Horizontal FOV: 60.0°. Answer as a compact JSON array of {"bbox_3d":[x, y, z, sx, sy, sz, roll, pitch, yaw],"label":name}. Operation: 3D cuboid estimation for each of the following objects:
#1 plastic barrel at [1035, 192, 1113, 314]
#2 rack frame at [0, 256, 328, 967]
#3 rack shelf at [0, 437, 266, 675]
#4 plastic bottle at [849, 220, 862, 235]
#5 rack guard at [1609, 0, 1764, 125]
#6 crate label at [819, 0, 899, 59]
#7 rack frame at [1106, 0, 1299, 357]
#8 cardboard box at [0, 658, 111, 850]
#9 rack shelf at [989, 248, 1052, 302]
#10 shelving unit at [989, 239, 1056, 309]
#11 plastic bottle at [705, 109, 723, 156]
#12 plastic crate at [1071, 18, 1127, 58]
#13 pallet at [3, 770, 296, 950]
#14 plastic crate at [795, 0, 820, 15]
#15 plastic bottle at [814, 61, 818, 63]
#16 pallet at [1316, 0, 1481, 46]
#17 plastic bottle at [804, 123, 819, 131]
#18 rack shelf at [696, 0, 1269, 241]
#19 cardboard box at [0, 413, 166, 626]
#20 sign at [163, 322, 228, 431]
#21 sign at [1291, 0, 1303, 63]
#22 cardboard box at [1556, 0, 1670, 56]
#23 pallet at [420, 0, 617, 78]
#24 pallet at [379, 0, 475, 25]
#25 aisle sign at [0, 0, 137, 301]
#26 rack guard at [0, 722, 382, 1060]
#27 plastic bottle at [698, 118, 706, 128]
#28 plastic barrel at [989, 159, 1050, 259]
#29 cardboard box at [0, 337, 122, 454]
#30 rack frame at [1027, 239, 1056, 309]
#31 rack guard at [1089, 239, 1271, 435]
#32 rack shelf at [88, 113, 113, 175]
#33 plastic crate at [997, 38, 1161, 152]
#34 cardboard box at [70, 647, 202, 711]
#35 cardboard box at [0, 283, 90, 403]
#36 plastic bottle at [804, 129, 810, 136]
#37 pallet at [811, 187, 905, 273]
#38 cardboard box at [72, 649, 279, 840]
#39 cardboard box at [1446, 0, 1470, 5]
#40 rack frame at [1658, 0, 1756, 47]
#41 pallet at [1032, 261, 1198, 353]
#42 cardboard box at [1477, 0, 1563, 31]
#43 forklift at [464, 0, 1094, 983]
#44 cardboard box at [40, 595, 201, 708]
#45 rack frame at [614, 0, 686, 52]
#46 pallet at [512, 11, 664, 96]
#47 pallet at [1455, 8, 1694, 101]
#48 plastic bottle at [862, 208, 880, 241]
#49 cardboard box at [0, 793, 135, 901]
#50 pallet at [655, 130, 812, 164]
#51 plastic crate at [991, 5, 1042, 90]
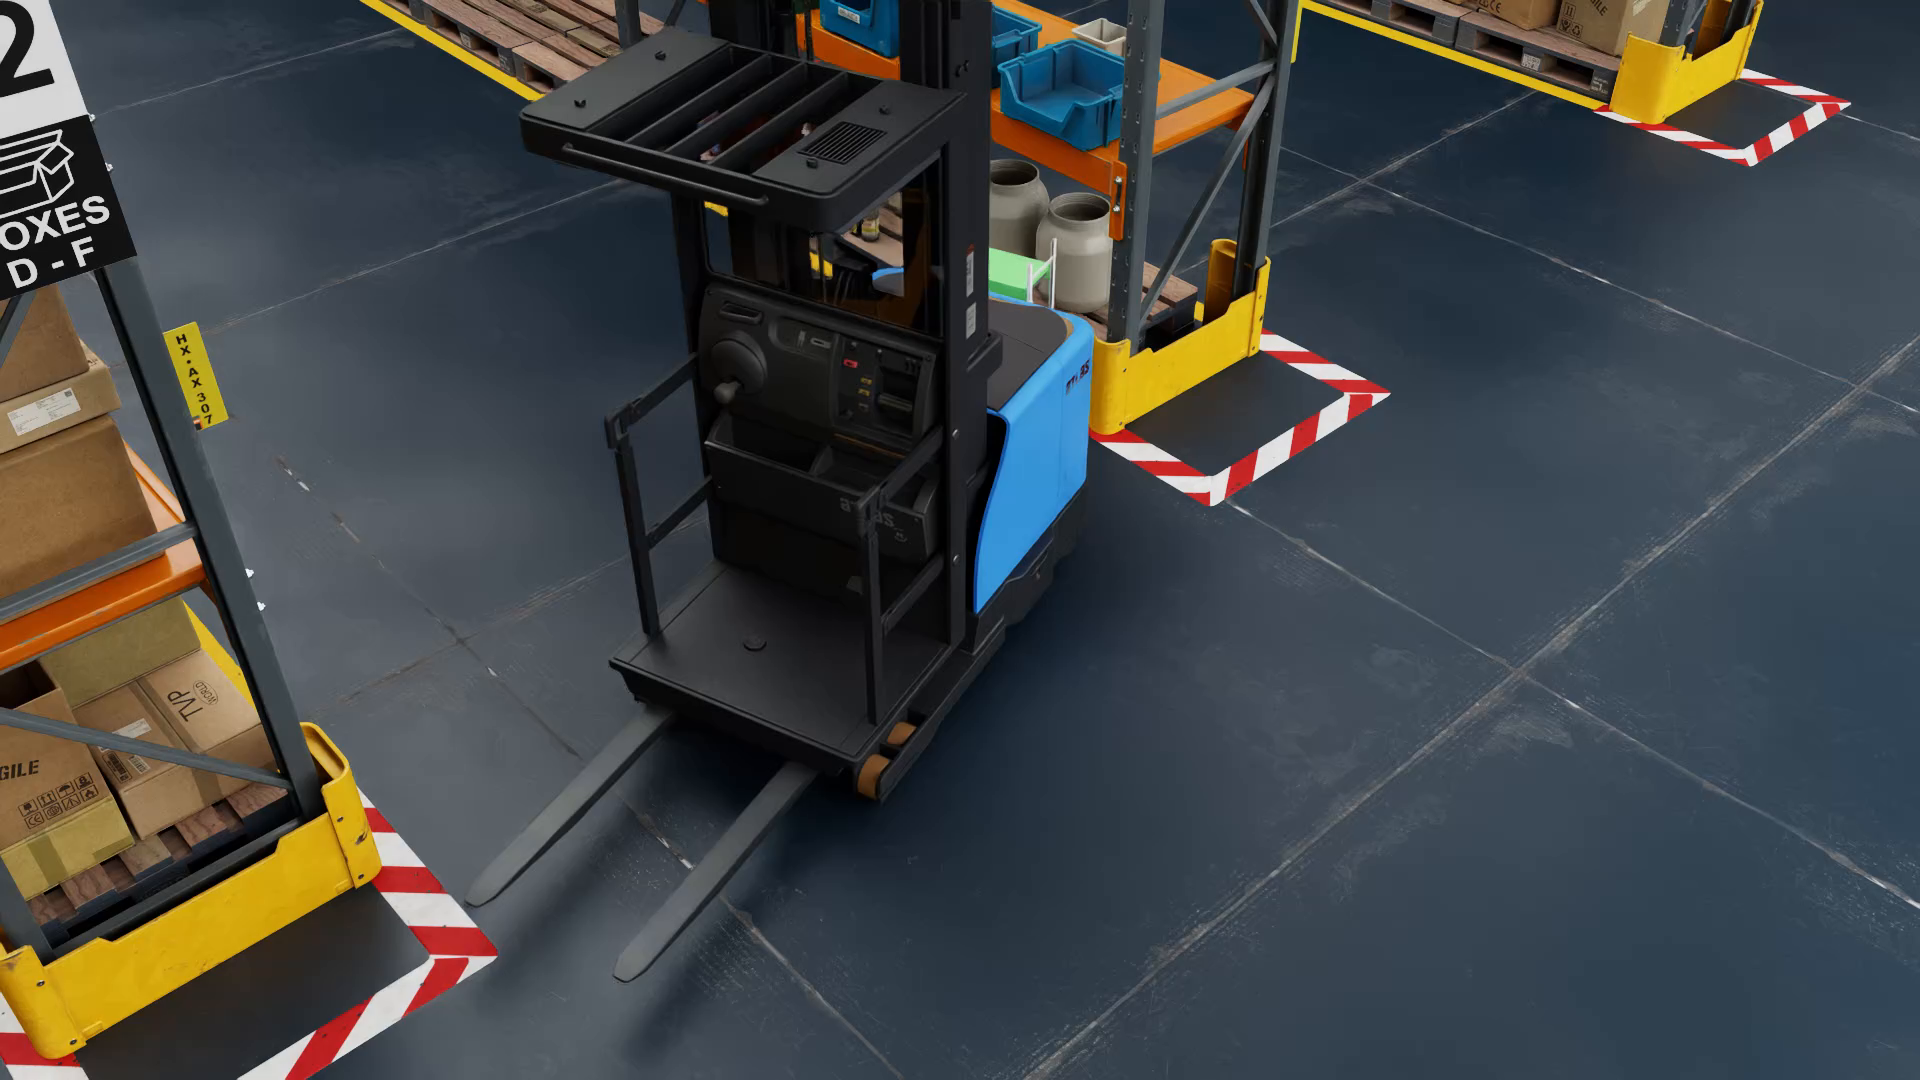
[{"bbox_3d":[0.587,-1.426,8.275,0.421,0.512,0.421,0,39,0],"label":"plastic barrel"},{"bbox_3d":[-2.563,0.144,4.684,1.000,3.000,0.127,-30,48,-32],"label":"rack frame"},{"bbox_3d":[-3.916,-0.501,6.056,1.077,0.370,4.000,-30,48,-32],"label":"rack shelf"},{"bbox_3d":[-0.570,-1.783,8.882,0.061,0.283,0.133,-29,47,-31],"label":"plastic bottle"},{"bbox_3d":[4.685,-3.126,10.723,1.175,0.500,0.348,-30,48,-32],"label":"rack guard"},{"bbox_3d":[-0.356,-2.709,8.189,0.502,0.435,0.616,-30,48,-32],"label":"crate label"},{"bbox_3d":[1.088,-1.959,7.288,1.000,3.000,0.127,-30,48,-32],"label":"rack frame"},{"bbox_3d":[-3.145,0.637,5.331,0.500,0.500,0.500,-30,48,-32],"label":"cardboard box"},{"bbox_3d":[0.121,-1.110,7.007,0.480,0.148,0.258,19,43,22],"label":"rack shelf"},{"bbox_3d":[0.121,-0.786,7.269,0.503,1.200,0.258,19,43,22],"label":"shelving unit"},{"bbox_3d":[-1.377,-2.401,9.593,0.144,0.351,0.185,-29,47,-31],"label":"plastic bottle"},{"bbox_3d":[0.720,-2.407,8.053,0.298,0.136,0.250,-30,48,-32],"label":"plastic crate"},{"bbox_3d":[-3.111,0.893,5.976,1.003,0.211,1.213,-30,48,-32],"label":"pallet"},{"bbox_3d":[-0.907,-2.979,8.720,0.450,0.188,0.662,-30,48,-32],"label":"plastic crate"},{"bbox_3d":[-0.840,-2.686,9.947,0.185,0.351,0.144,32,49,33],"label":"plastic bottle"},{"bbox_3d":[3.341,-3.969,11.997,1.003,0.211,1.213,-30,48,-32],"label":"pallet"},{"bbox_3d":[-0.932,-2.583,9.878,0.152,0.276,0.135,-30,48,-32],"label":"plastic bottle"},{"bbox_3d":[-0.265,-2.604,8.660,1.077,0.370,4.000,-30,48,-32],"label":"rack shelf"},{"bbox_3d":[-2.869,-0.116,4.927,0.700,0.500,0.500,-30,48,-32],"label":"cardboard box"},{"bbox_3d":[-2.150,-0.456,4.675,0.100,0.325,0.005,-30,48,-32],"label":"sign"},{"bbox_3d":[1.496,-2.298,7.488,0.100,0.325,0.005,-30,48,-32],"label":"sign"},{"bbox_3d":[4.326,-3.551,10.914,0.500,0.500,0.500,-21,44,-24],"label":"cardboard box"},{"bbox_3d":[-3.006,-3.637,11.585,1.003,0.211,1.213,-30,48,-32],"label":"pallet"},{"bbox_3d":[-3.827,-4.201,12.284,1.003,0.211,1.213,-30,48,-32],"label":"pallet"},{"bbox_3d":[-2.293,-0.967,3.991,0.394,0.787,0.004,-30,48,-32],"label":"aisle sign"},{"bbox_3d":[-2.547,1.128,5.455,1.175,0.500,0.348,-30,48,-32],"label":"rack guard"},{"bbox_3d":[-1.486,-2.450,9.714,0.152,0.276,0.135,-28,47,-30],"label":"plastic bottle"},{"bbox_3d":[0.248,-1.658,8.562,0.421,0.512,0.421,0,39,0],"label":"plastic barrel"},{"bbox_3d":[-2.670,-0.420,4.787,0.380,0.149,0.250,-30,48,-32],"label":"cardboard box"},{"bbox_3d":[0.336,-0.714,7.179,0.015,1.200,0.240,19,43,22],"label":"rack frame"},{"bbox_3d":[1.002,-1.001,8.092,1.175,0.500,0.348,-30,48,-32],"label":"rack guard"},{"bbox_3d":[-3.916,-1.668,5.113,1.077,0.370,4.000,-30,48,-32],"label":"rack shelf"},{"bbox_3d":[0.529,-2.005,7.464,0.499,0.251,0.616,-30,48,-32],"label":"plastic crate"},{"bbox_3d":[-3.103,0.478,6.125,0.500,0.250,0.500,-30,48,-32],"label":"cardboard box"},{"bbox_3d":[-2.905,-0.645,4.549,0.700,0.500,0.500,-30,48,-32],"label":"cardboard box"},{"bbox_3d":[-0.870,-2.162,9.357,0.152,0.276,0.135,-30,48,-32],"label":"plastic bottle"},{"bbox_3d":[-0.364,-1.832,9.350,1.003,0.211,1.213,-30,48,-32],"label":"pallet"},{"bbox_3d":[-2.762,0.708,5.840,0.500,0.250,0.500,-30,48,-32],"label":"cardboard box"},{"bbox_3d":[3.487,-4.110,11.607,0.500,0.500,0.500,-25,45,-28],"label":"cardboard box"},{"bbox_3d":[4.736,-4.064,9.894,1.000,3.000,0.127,-30,48,-32],"label":"rack frame"},{"bbox_3d":[0.456,-1.267,8.651,1.003,0.211,1.213,-30,48,-32],"label":"pallet"},{"bbox_3d":[3.897,-3.813,11.239,0.500,0.500,0.500,-18,42,-21],"label":"cardboard box"},{"bbox_3d":[-0.601,-0.520,5.561,1.130,2.935,3.031,19,43,22],"label":"forklift"},{"bbox_3d":[-3.102,0.186,5.890,0.500,0.500,0.500,-30,48,-32],"label":"cardboard box"},{"bbox_3d":[-1.617,-3.810,9.580,1.000,3.000,0.127,-30,48,-32],"label":"rack frame"},{"bbox_3d":[-2.177,-3.072,10.886,1.003,0.211,1.213,-30,48,-32],"label":"pallet"},{"bbox_3d":[4.161,-3.405,11.298,1.003,0.211,1.213,-30,48,-32],"label":"pallet"},{"bbox_3d":[-0.477,-1.705,8.851,0.097,0.201,0.097,0,39,0],"label":"plastic bottle"},{"bbox_3d":[-3.143,0.928,5.568,0.500,0.250,0.500,-30,48,-32],"label":"cardboard box"},{"bbox_3d":[-1.194,-2.397,10.049,1.003,0.211,1.213,-30,48,-32],"label":"pallet"},{"bbox_3d":[0.094,-2.308,7.839,0.499,0.251,0.408,-30,48,-32],"label":"plastic crate"}]
